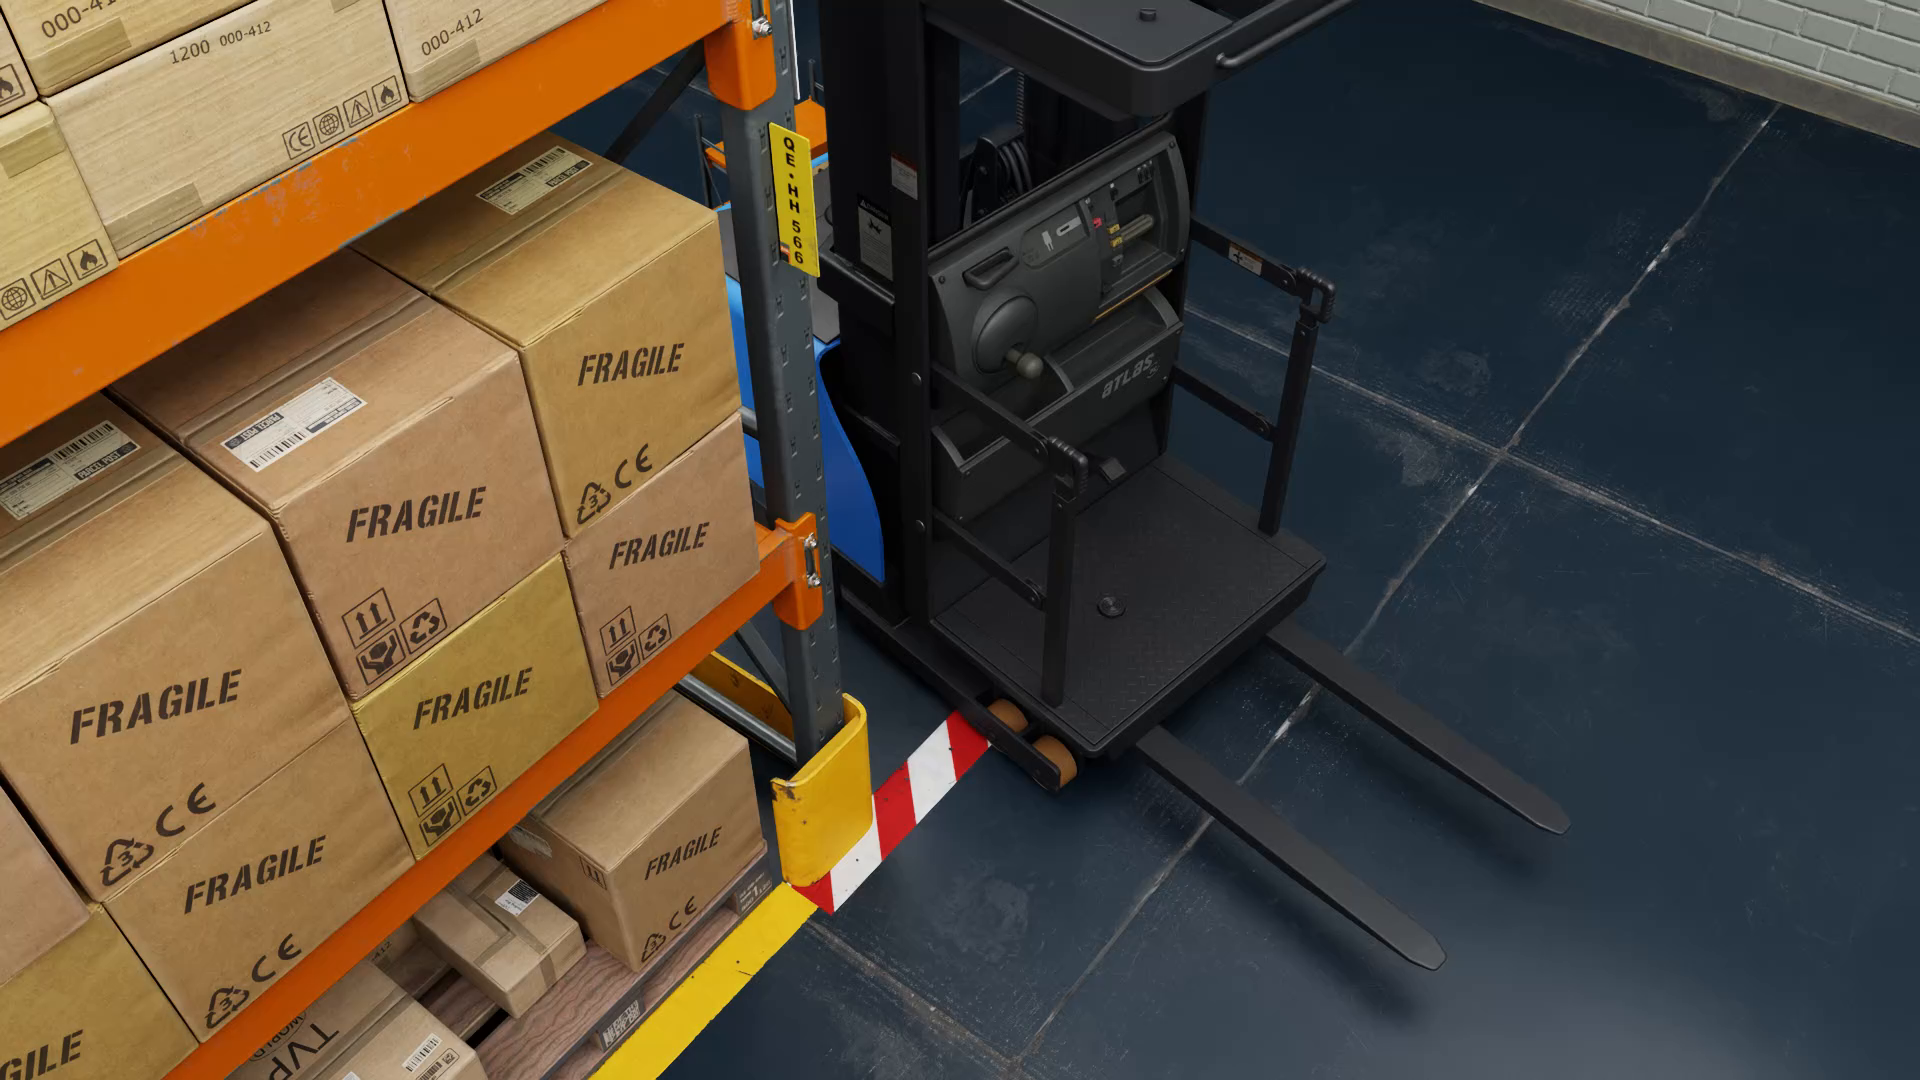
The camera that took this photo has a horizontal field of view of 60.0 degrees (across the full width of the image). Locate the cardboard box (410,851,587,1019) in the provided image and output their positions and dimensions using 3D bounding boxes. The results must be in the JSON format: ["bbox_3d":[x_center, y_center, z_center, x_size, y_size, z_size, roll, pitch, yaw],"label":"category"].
[{"bbox_3d":[-1.210,1.022,4.354,0.380,0.166,0.250,29,53,25],"label":"cardboard box"}]

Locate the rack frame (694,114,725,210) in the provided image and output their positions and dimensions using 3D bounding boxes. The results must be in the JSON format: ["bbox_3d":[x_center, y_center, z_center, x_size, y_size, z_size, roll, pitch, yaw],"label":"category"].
[{"bbox_3d":[-0.778,-0.909,5.788,0.015,1.200,0.240,-35,55,-29],"label":"rack frame"}]

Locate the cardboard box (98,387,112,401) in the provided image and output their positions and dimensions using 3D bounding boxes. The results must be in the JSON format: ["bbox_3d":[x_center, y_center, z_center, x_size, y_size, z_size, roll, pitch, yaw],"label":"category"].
[{"bbox_3d":[-1.547,-0.357,3.256,0.500,0.500,0.500,30,53,25],"label":"cardboard box"}]

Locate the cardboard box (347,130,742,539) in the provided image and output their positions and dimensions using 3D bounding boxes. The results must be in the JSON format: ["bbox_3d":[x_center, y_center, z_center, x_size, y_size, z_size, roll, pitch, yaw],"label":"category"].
[{"bbox_3d":[-0.808,-0.420,3.317,0.500,0.500,0.500,29,53,25],"label":"cardboard box"}]

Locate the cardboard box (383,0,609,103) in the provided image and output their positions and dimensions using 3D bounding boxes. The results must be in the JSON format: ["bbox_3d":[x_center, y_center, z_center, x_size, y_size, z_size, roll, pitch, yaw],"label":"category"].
[{"bbox_3d":[-0.859,-0.991,2.651,0.500,0.250,0.500,29,53,25],"label":"cardboard box"}]

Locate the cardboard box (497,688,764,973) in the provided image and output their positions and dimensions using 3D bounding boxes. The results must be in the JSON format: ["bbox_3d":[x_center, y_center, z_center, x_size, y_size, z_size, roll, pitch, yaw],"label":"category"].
[{"bbox_3d":[-0.891,0.715,4.417,0.500,0.500,0.500,29,53,25],"label":"cardboard box"}]

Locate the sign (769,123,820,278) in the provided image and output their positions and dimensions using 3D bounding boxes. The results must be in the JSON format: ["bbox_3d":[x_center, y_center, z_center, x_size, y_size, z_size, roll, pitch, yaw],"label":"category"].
[{"bbox_3d":[-0.327,-0.669,3.295,0.100,0.325,0.005,29,53,25],"label":"sign"}]

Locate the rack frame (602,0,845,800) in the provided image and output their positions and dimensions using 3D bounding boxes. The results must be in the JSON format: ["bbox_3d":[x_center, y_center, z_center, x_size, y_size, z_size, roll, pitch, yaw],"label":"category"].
[{"bbox_3d":[-0.754,-0.417,4.074,1.000,3.000,0.127,29,53,25],"label":"rack frame"}]

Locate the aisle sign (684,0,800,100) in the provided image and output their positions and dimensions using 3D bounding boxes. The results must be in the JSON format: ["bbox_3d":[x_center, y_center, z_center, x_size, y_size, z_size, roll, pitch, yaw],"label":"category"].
[{"bbox_3d":[-0.470,-1.218,3.042,0.394,0.787,0.004,29,53,25],"label":"aisle sign"}]

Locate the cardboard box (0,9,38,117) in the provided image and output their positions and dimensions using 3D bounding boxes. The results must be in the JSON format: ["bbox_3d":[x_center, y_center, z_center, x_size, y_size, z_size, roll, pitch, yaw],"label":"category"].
[{"bbox_3d":[-1.480,-0.596,1.929,0.500,0.250,0.500,29,53,25],"label":"cardboard box"}]

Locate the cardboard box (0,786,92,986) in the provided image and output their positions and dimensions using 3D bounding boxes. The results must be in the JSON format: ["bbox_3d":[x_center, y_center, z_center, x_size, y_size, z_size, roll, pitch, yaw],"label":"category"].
[{"bbox_3d":[-1.744,0.462,2.474,0.500,0.500,0.500,31,54,26],"label":"cardboard box"}]

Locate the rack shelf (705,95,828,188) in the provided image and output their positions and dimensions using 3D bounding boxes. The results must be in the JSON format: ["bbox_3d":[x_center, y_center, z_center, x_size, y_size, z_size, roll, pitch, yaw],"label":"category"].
[{"bbox_3d":[-0.603,-1.303,5.621,0.480,0.148,0.258,-35,55,-29],"label":"rack shelf"}]

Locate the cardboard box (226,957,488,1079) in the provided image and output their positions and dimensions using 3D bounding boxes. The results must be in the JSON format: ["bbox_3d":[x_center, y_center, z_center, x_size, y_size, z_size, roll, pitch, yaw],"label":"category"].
[{"bbox_3d":[-1.496,1.331,4.001,0.500,0.250,0.500,29,53,25],"label":"cardboard box"}]

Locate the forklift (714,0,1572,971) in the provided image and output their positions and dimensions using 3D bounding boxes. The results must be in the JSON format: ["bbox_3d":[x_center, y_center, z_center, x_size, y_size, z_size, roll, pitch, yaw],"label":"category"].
[{"bbox_3d":[0.437,-0.684,4.376,1.130,2.935,3.031,-35,55,-29],"label":"forklift"}]

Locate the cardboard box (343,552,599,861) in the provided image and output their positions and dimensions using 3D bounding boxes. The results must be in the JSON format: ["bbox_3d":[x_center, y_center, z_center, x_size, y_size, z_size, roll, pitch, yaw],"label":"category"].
[{"bbox_3d":[-1.127,0.224,3.393,0.500,0.500,0.500,30,53,25],"label":"cardboard box"}]

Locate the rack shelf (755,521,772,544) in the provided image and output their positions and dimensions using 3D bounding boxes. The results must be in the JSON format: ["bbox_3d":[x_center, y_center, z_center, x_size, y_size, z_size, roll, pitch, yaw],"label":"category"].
[{"bbox_3d":[-1.976,0.909,3.170,0.919,0.124,3.809,29,53,25],"label":"rack shelf"}]

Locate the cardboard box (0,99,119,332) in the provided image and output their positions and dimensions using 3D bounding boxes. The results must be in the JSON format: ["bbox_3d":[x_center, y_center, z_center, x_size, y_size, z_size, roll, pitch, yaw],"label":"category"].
[{"bbox_3d":[-1.469,-0.417,2.104,0.500,0.250,0.500,29,53,25],"label":"cardboard box"}]

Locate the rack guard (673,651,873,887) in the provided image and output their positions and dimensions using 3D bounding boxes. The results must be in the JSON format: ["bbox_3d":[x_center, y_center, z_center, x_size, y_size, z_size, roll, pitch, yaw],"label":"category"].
[{"bbox_3d":[-0.800,0.490,4.936,1.175,0.500,0.348,29,53,25],"label":"rack guard"}]

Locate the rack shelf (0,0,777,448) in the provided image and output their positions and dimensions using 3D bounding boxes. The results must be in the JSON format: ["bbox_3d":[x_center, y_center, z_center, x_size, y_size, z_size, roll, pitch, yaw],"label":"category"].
[{"bbox_3d":[-1.976,-0.060,2.156,1.077,0.370,4.000,29,53,25],"label":"rack shelf"}]

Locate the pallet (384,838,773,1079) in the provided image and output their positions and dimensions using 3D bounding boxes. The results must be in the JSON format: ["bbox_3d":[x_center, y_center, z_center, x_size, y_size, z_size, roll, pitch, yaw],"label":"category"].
[{"bbox_3d":[-1.287,1.047,4.604,1.003,0.211,1.213,29,53,25],"label":"pallet"}]

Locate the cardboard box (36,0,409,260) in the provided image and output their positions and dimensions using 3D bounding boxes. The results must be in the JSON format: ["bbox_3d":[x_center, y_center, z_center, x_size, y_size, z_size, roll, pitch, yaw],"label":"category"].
[{"bbox_3d":[-1.173,-0.709,2.382,0.500,0.250,0.500,29,53,25],"label":"cardboard box"}]

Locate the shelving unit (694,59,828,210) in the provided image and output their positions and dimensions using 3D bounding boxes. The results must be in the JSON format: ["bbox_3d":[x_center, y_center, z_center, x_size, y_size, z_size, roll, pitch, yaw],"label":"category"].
[{"bbox_3d":[-0.603,-1.031,5.905,0.503,1.200,0.258,-35,55,-29],"label":"shelving unit"}]

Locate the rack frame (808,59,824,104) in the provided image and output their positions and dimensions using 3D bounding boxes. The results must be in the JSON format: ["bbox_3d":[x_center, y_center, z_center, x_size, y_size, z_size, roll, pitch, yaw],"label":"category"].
[{"bbox_3d":[-0.427,-1.153,6.022,0.015,1.200,0.240,-35,55,-29],"label":"rack frame"}]

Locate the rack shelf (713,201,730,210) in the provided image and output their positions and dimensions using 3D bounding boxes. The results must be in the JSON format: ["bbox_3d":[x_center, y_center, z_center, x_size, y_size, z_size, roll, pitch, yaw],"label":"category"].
[{"bbox_3d":[-0.603,-1.139,5.792,0.480,0.148,0.258,-35,55,-29],"label":"rack shelf"}]

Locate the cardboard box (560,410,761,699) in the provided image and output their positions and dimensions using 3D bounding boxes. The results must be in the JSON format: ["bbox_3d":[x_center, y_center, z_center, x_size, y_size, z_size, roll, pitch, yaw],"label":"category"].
[{"bbox_3d":[-0.812,-0.075,3.678,0.500,0.500,0.500,31,54,26],"label":"cardboard box"}]

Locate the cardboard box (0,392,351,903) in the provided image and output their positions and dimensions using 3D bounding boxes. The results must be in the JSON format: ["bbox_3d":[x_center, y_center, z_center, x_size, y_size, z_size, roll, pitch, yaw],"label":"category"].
[{"bbox_3d":[-1.430,0.168,2.755,0.500,0.500,0.500,31,54,26],"label":"cardboard box"}]
